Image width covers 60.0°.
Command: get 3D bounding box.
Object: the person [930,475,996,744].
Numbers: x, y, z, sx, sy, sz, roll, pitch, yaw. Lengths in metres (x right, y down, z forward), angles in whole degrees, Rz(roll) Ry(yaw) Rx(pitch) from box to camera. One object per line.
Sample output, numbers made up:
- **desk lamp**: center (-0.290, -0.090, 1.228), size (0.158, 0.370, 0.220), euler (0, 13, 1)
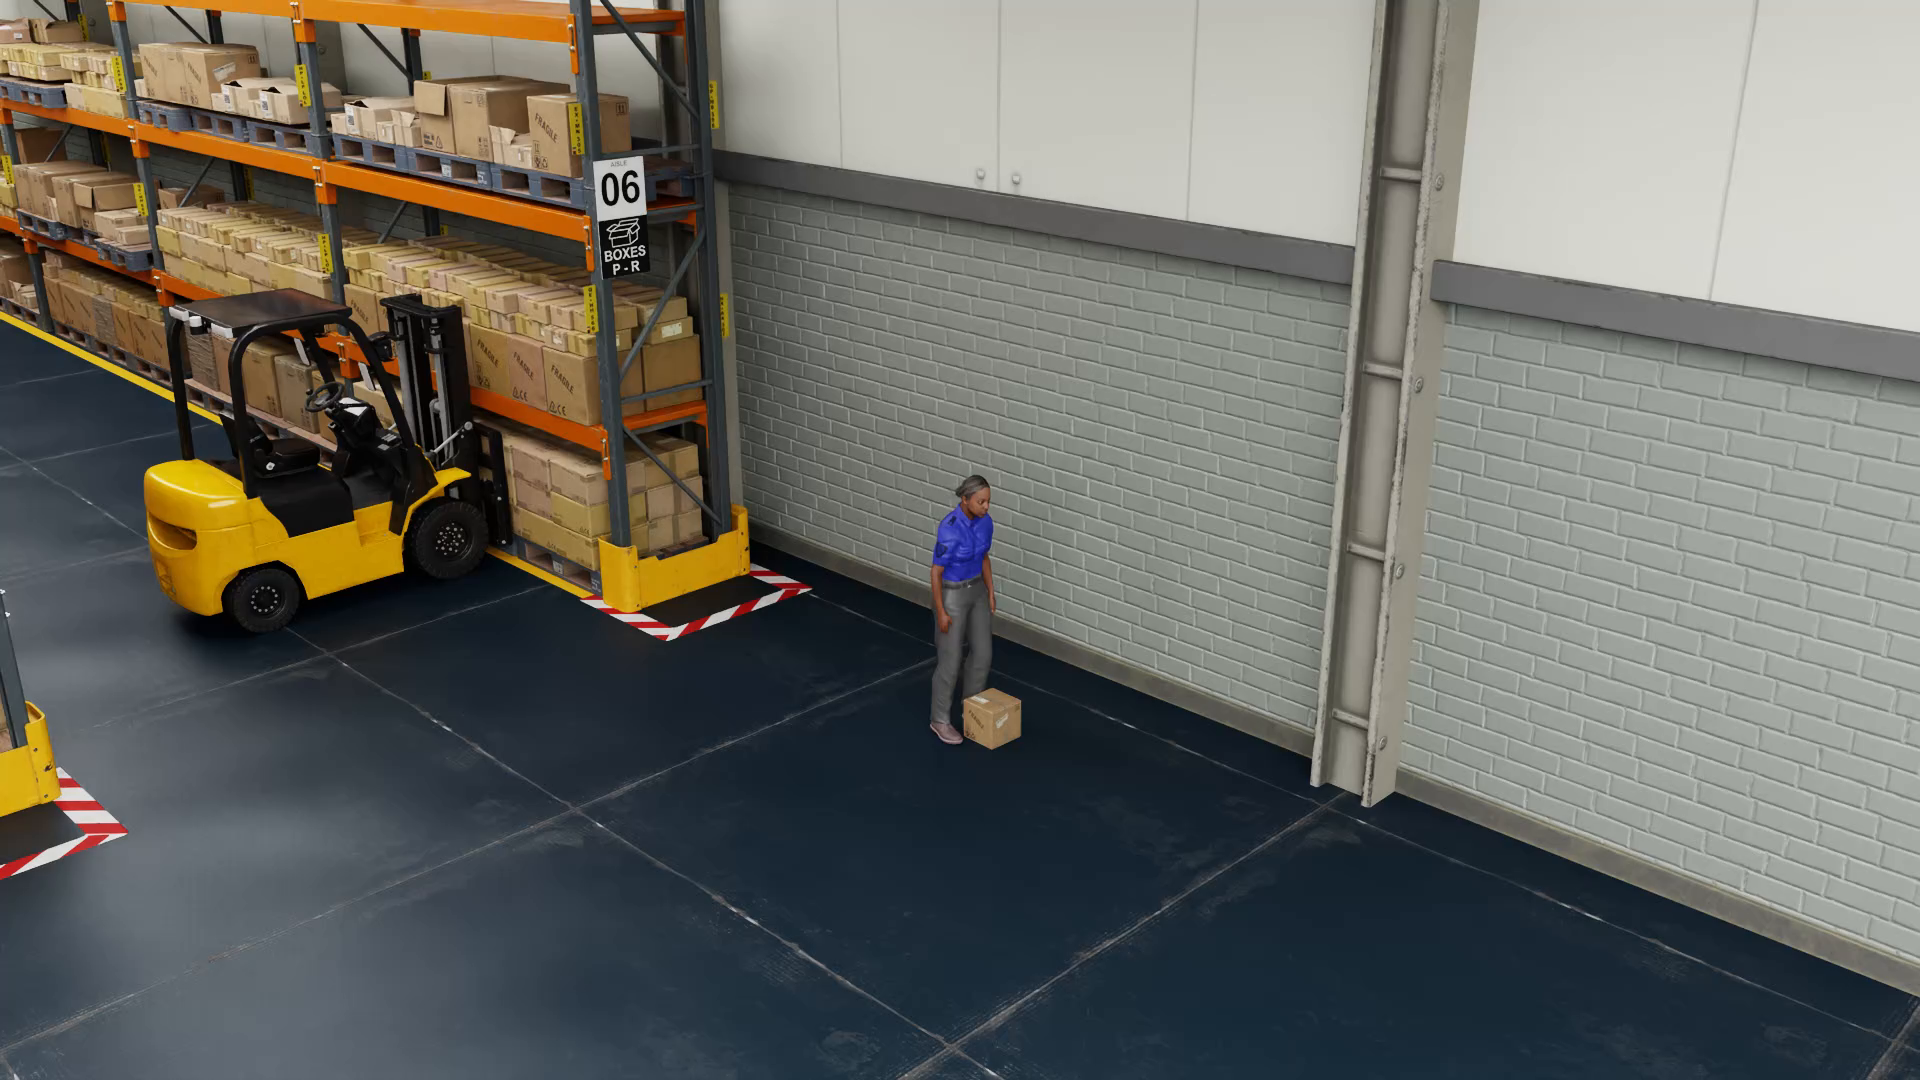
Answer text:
- **person**: center (0.039, 0.394, 10.064), size (0.392, 1.640, 0.513), euler (19, 28, 40)
